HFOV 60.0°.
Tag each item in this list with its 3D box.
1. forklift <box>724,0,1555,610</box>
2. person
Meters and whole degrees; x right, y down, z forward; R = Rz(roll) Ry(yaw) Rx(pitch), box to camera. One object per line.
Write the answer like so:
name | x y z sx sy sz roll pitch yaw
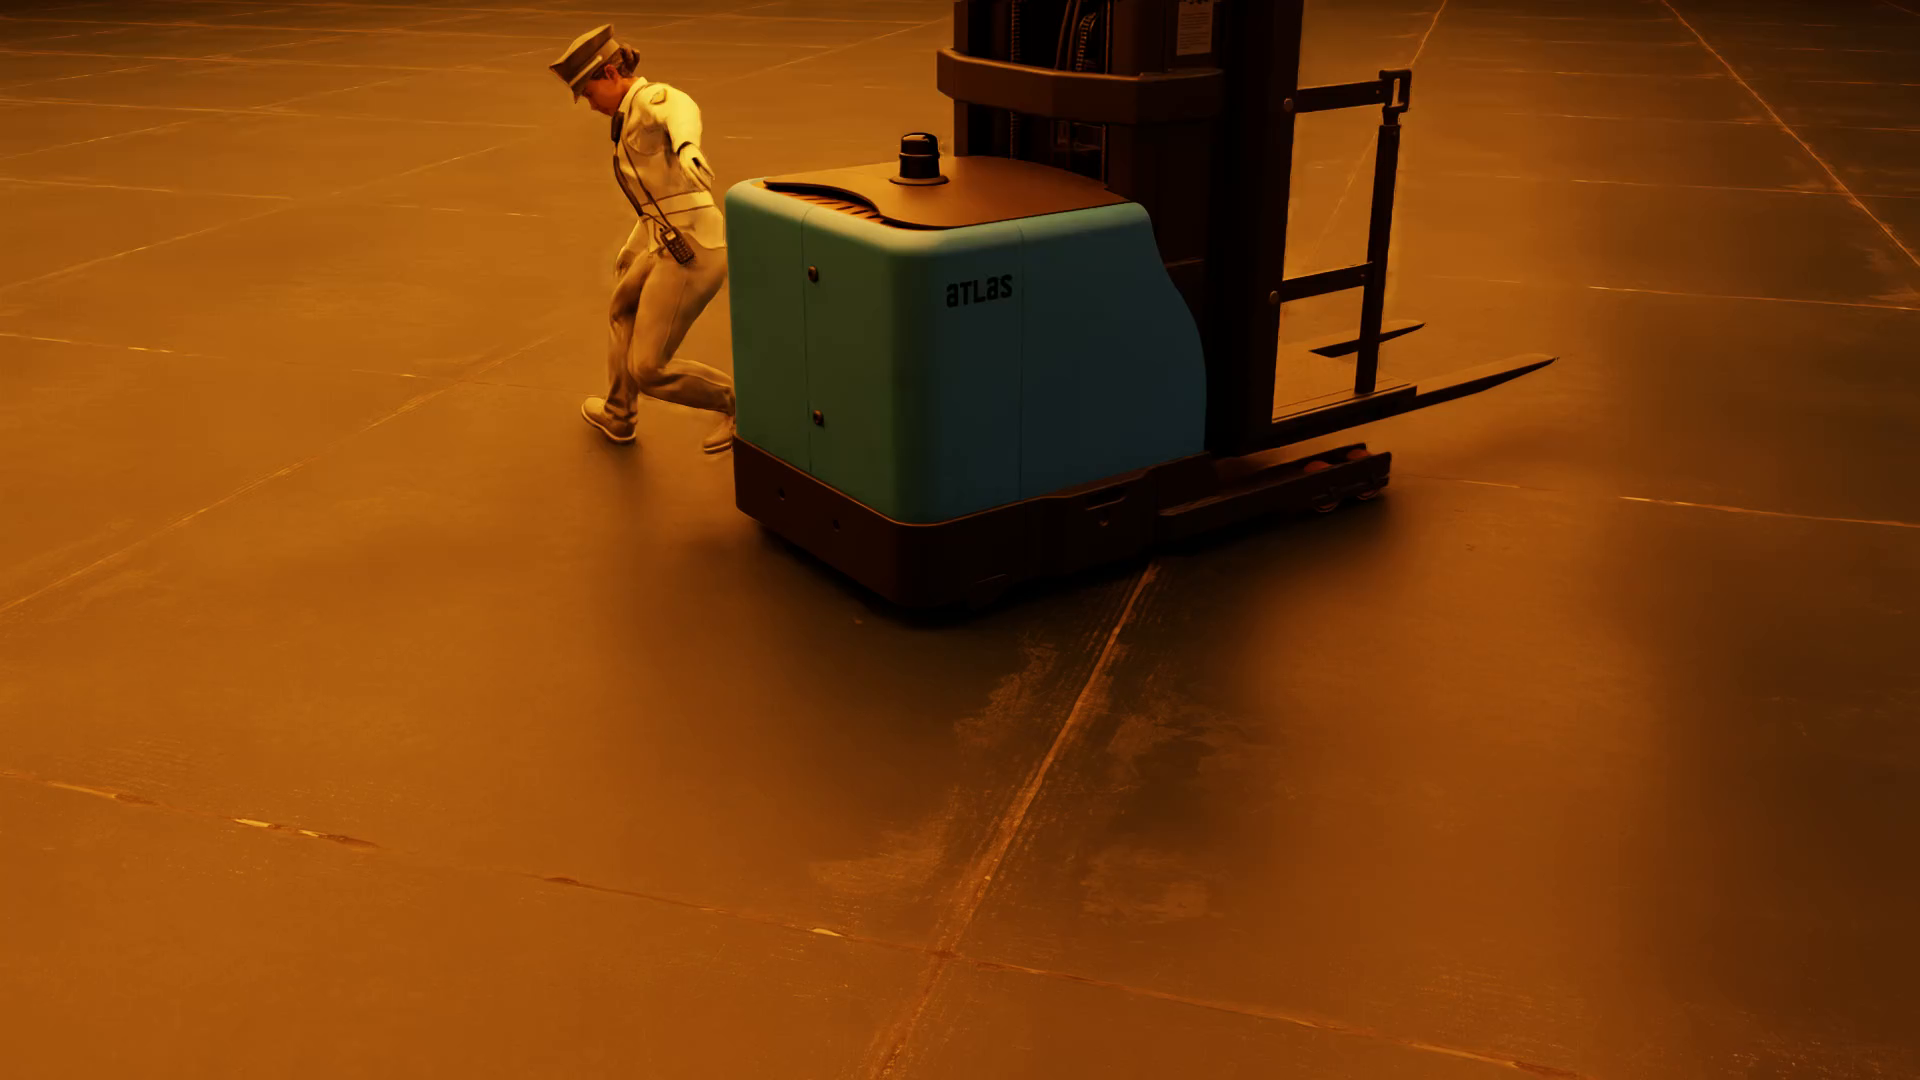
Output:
forklift | 0.791 -1.589 5.128 3.031 2.935 1.130 -15 27 -33
person | -0.985 -0.927 5.469 0.707 1.451 1.095 -2 23 -6
